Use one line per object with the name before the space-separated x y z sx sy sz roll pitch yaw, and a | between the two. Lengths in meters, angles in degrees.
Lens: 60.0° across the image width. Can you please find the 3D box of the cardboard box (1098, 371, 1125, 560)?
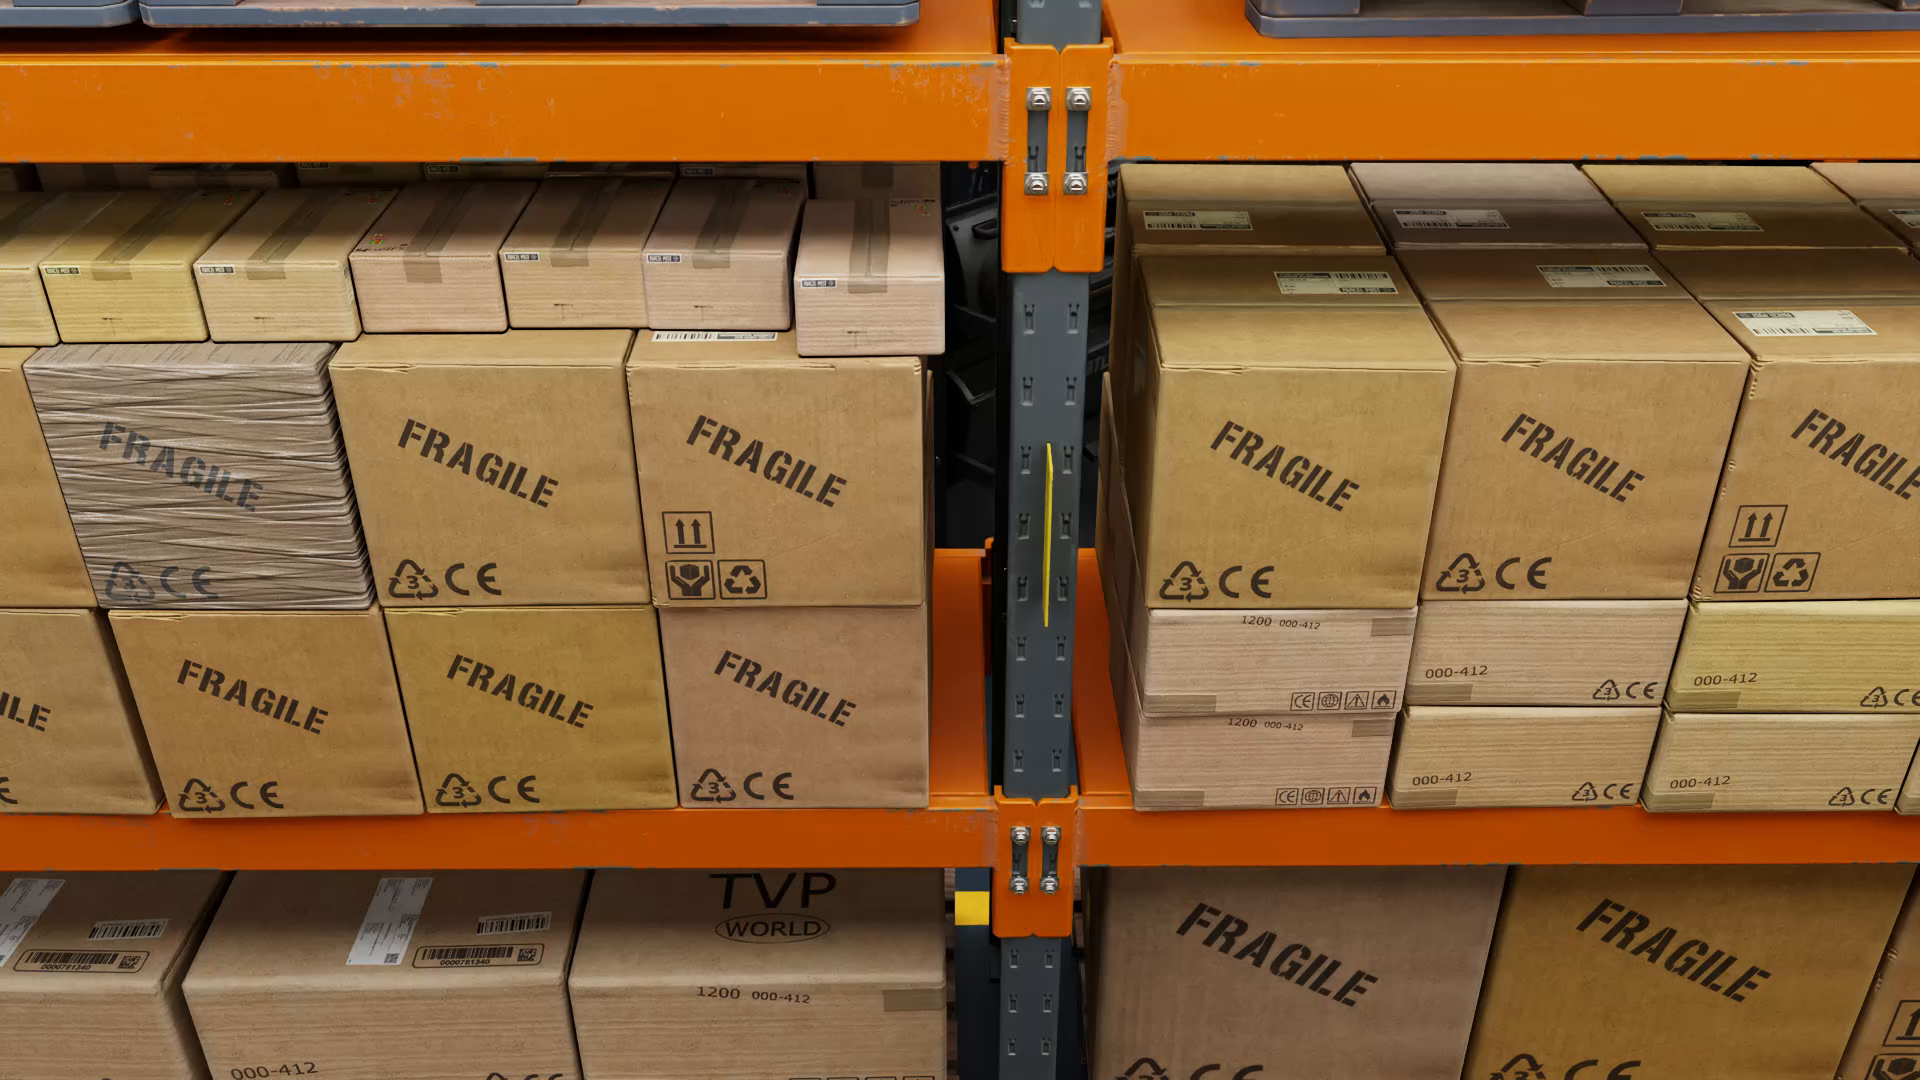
cardboard box | 0.590 -0.167 3.796 0.500 0.250 0.500 0 31 0

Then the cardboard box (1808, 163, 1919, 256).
cardboard box | 2.138 -0.498 3.619 0.500 0.500 0.500 0 31 1

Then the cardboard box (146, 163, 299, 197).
cardboard box | -1.444 -0.741 3.394 0.250 0.149 0.380 0 31 0

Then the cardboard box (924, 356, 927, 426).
cardboard box | -0.327 -0.484 3.596 0.500 0.500 0.500 0 31 0

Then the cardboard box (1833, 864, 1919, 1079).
cardboard box | 2.567 0.786 4.206 0.875 0.875 0.875 0 31 0

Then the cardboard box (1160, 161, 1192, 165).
cardboard box | 1.010 -1.764 8.145 0.250 0.149 0.380 -2 31 -3

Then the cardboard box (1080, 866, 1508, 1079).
cardboard box | 0.770 0.795 4.191 0.875 0.875 0.875 1 31 1

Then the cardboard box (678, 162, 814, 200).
cardboard box | -0.423 -0.762 3.429 0.250 0.149 0.380 0 31 0

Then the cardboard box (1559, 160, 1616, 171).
cardboard box | 3.088 -1.738 8.102 0.250 0.149 0.380 -1 31 -2

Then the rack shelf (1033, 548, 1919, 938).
rack shelf | 2.150 0.411 3.874 4.000 0.370 1.077 0 31 0

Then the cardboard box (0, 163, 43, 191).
cardboard box | -1.954 -0.754 3.415 0.250 0.149 0.380 1 31 1

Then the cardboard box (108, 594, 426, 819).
cardboard box | -1.329 0.215 3.408 0.500 0.500 0.500 -1 31 -1

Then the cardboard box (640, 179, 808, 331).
cardboard box | -0.420 -0.527 3.041 0.250 0.149 0.380 1 31 1

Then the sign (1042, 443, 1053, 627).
sign | 0.155 -0.006 2.957 0.005 0.325 0.100 0 31 0

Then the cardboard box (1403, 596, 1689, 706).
cardboard box | 1.113 0.089 3.374 0.500 0.250 0.500 0 31 0

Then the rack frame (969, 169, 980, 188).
rack frame | 0.117 -2.465 7.921 0.127 3.000 1.000 0 31 0

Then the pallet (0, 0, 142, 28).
pallet | -1.885 -1.135 2.923 1.213 0.211 1.003 0 31 0

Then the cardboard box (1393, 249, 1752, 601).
cardboard box | 1.101 -0.228 3.175 0.500 0.500 0.500 0 31 -1

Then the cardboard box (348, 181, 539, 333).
cardboard box | -0.922 -0.521 3.032 0.250 0.149 0.380 0 31 -1

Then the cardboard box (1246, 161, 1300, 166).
cardboard box | 1.534 -1.753 8.127 0.250 0.149 0.380 0 31 0

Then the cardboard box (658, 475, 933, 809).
cardboard box | -0.312 0.201 3.430 0.500 0.500 0.500 0 31 0

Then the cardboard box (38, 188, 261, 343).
cardboard box | -1.434 -0.500 2.997 0.250 0.149 0.380 -1 31 -1

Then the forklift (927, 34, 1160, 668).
forklift | 0.469 -0.991 5.558 1.130 2.935 3.031 -27 40 -37

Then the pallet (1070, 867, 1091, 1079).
pallet | 0.922 1.261 4.469 1.213 0.211 1.003 0 31 0

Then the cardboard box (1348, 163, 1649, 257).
cardboard box | 1.113 -0.497 3.618 0.500 0.500 0.500 0 31 1

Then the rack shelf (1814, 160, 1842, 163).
rack shelf | 2.117 -2.163 8.118 4.000 0.370 1.077 0 31 0

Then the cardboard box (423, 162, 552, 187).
cardboard box | -0.927 -0.770 3.442 0.250 0.149 0.380 0 31 -1

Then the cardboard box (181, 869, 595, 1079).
cardboard box | -1.373 0.975 4.316 0.875 0.438 0.875 -1 31 -2

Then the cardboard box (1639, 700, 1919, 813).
cardboard box | 1.622 0.314 3.485 0.500 0.250 0.500 0 31 -1

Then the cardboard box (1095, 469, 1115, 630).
cardboard box | 0.598 0.042 3.934 0.500 0.250 0.500 -1 31 -1

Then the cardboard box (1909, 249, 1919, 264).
cardboard box | 2.119 -0.234 3.183 0.500 0.500 0.500 -1 31 -1

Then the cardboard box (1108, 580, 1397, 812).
cardboard box | 0.592 0.310 3.493 0.500 0.250 0.500 -1 31 -1

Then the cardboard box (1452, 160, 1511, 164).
cardboard box | 2.574 -1.759 8.138 0.250 0.149 0.380 -1 31 -1

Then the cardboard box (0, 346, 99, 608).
cardboard box | -1.838 -0.214 3.151 0.500 0.500 0.500 0 31 0

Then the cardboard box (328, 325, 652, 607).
cardboard box | -0.827 -0.218 3.158 0.500 0.500 0.500 -1 31 -1

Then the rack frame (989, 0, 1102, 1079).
rack frame | 0.151 0.110 3.677 0.127 3.000 1.000 0 31 0

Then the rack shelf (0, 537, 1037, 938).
rack shelf | -1.849 0.424 3.853 4.000 0.370 1.077 0 31 0

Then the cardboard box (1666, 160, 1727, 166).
cardboard box | 3.624 -1.732 8.093 0.250 0.149 0.380 -2 31 -3

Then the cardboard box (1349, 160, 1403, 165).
cardboard box | 2.052 -1.769 8.153 0.250 0.149 0.380 0 31 0
